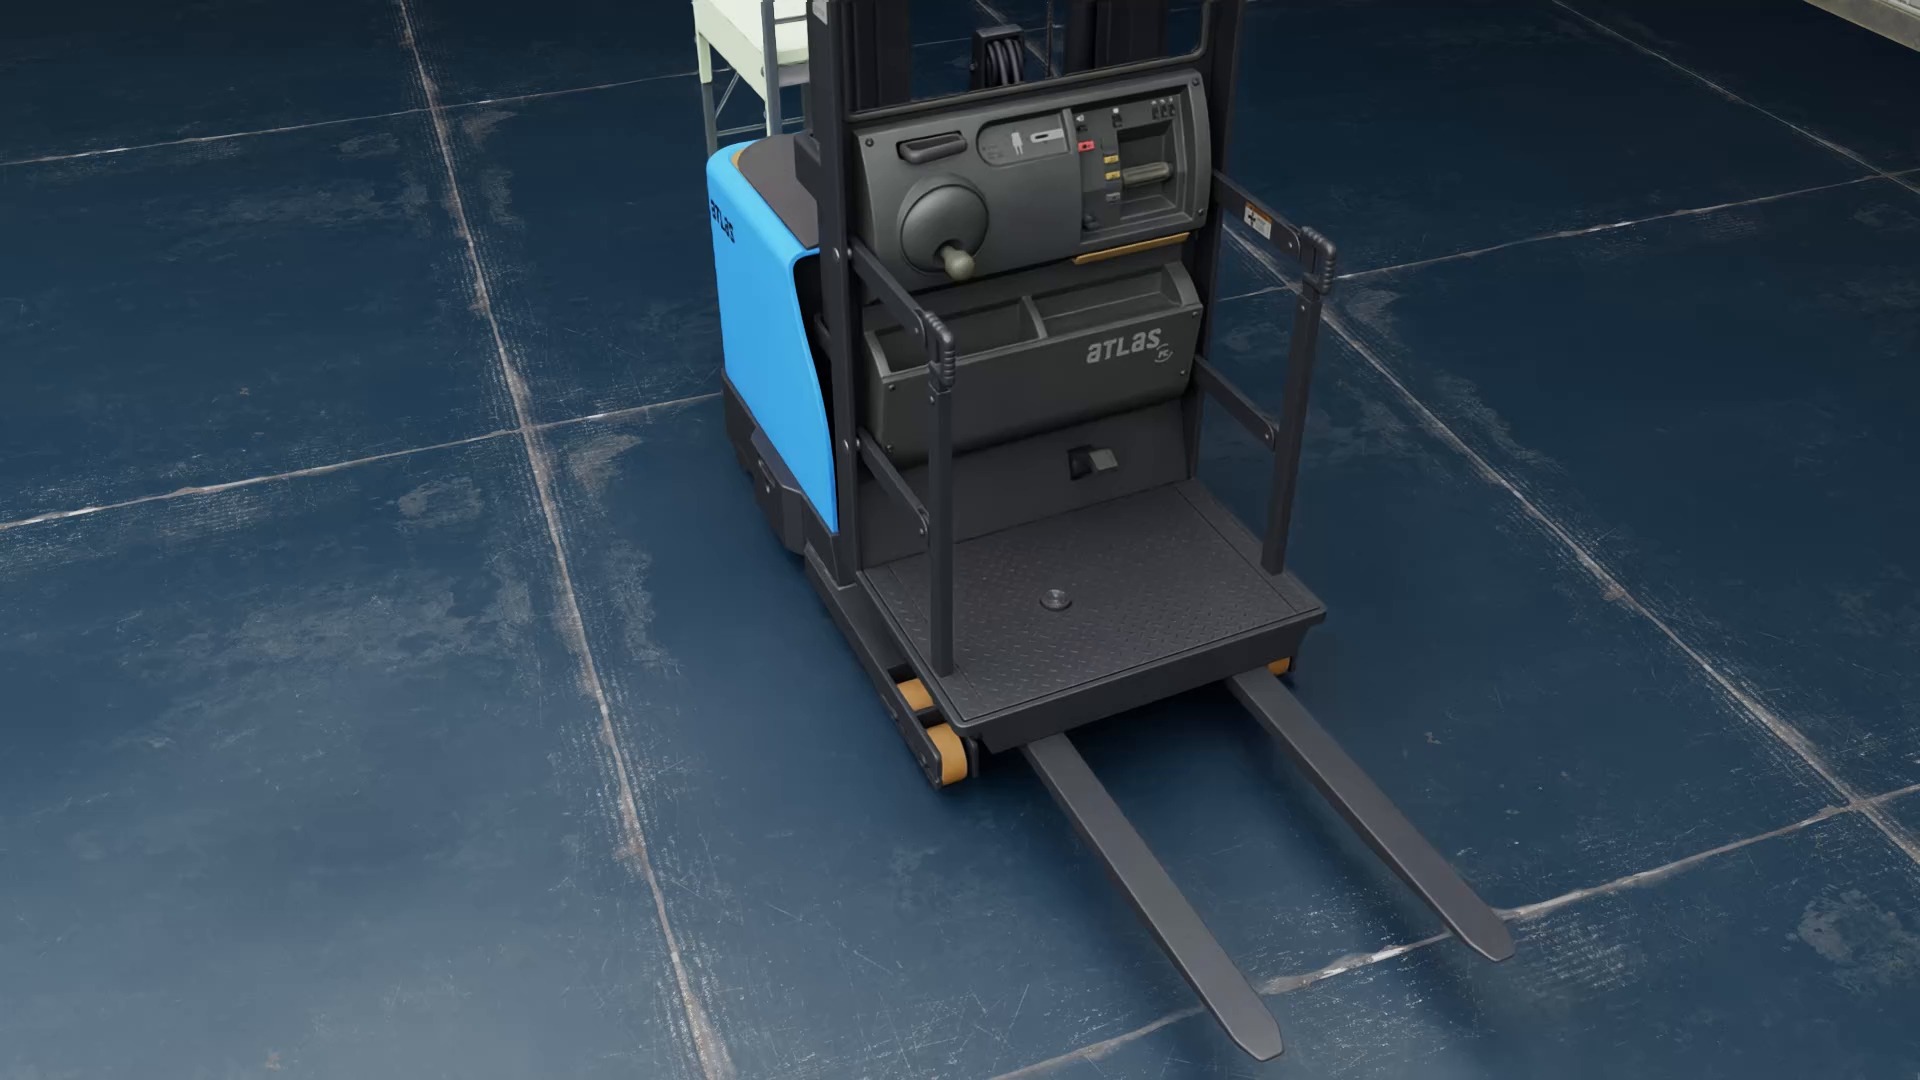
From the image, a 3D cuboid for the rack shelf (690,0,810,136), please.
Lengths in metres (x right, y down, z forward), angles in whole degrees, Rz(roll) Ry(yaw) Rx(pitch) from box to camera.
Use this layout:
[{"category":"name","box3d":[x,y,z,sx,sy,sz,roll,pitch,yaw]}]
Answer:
[{"category":"rack shelf","box3d":[-0.563,-1.593,5.469,0.431,0.370,0.720,-16,40,-20]}]

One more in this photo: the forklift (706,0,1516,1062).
[{"category":"forklift","box3d":[0.290,-0.823,3.906,1.130,2.935,3.031,-16,40,-20]}]

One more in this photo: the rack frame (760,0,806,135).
[{"category":"rack frame","box3d":[-0.409,-1.081,5.439,0.400,1.500,0.023,-16,40,-20]}]

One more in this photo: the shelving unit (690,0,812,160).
[{"category":"shelving unit","box3d":[-0.563,-1.281,5.704,0.431,1.500,0.755,-16,40,-20]}]

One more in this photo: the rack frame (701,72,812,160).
[{"category":"rack frame","box3d":[-0.716,-1.481,5.969,0.400,1.500,0.023,-16,40,-20]}]
